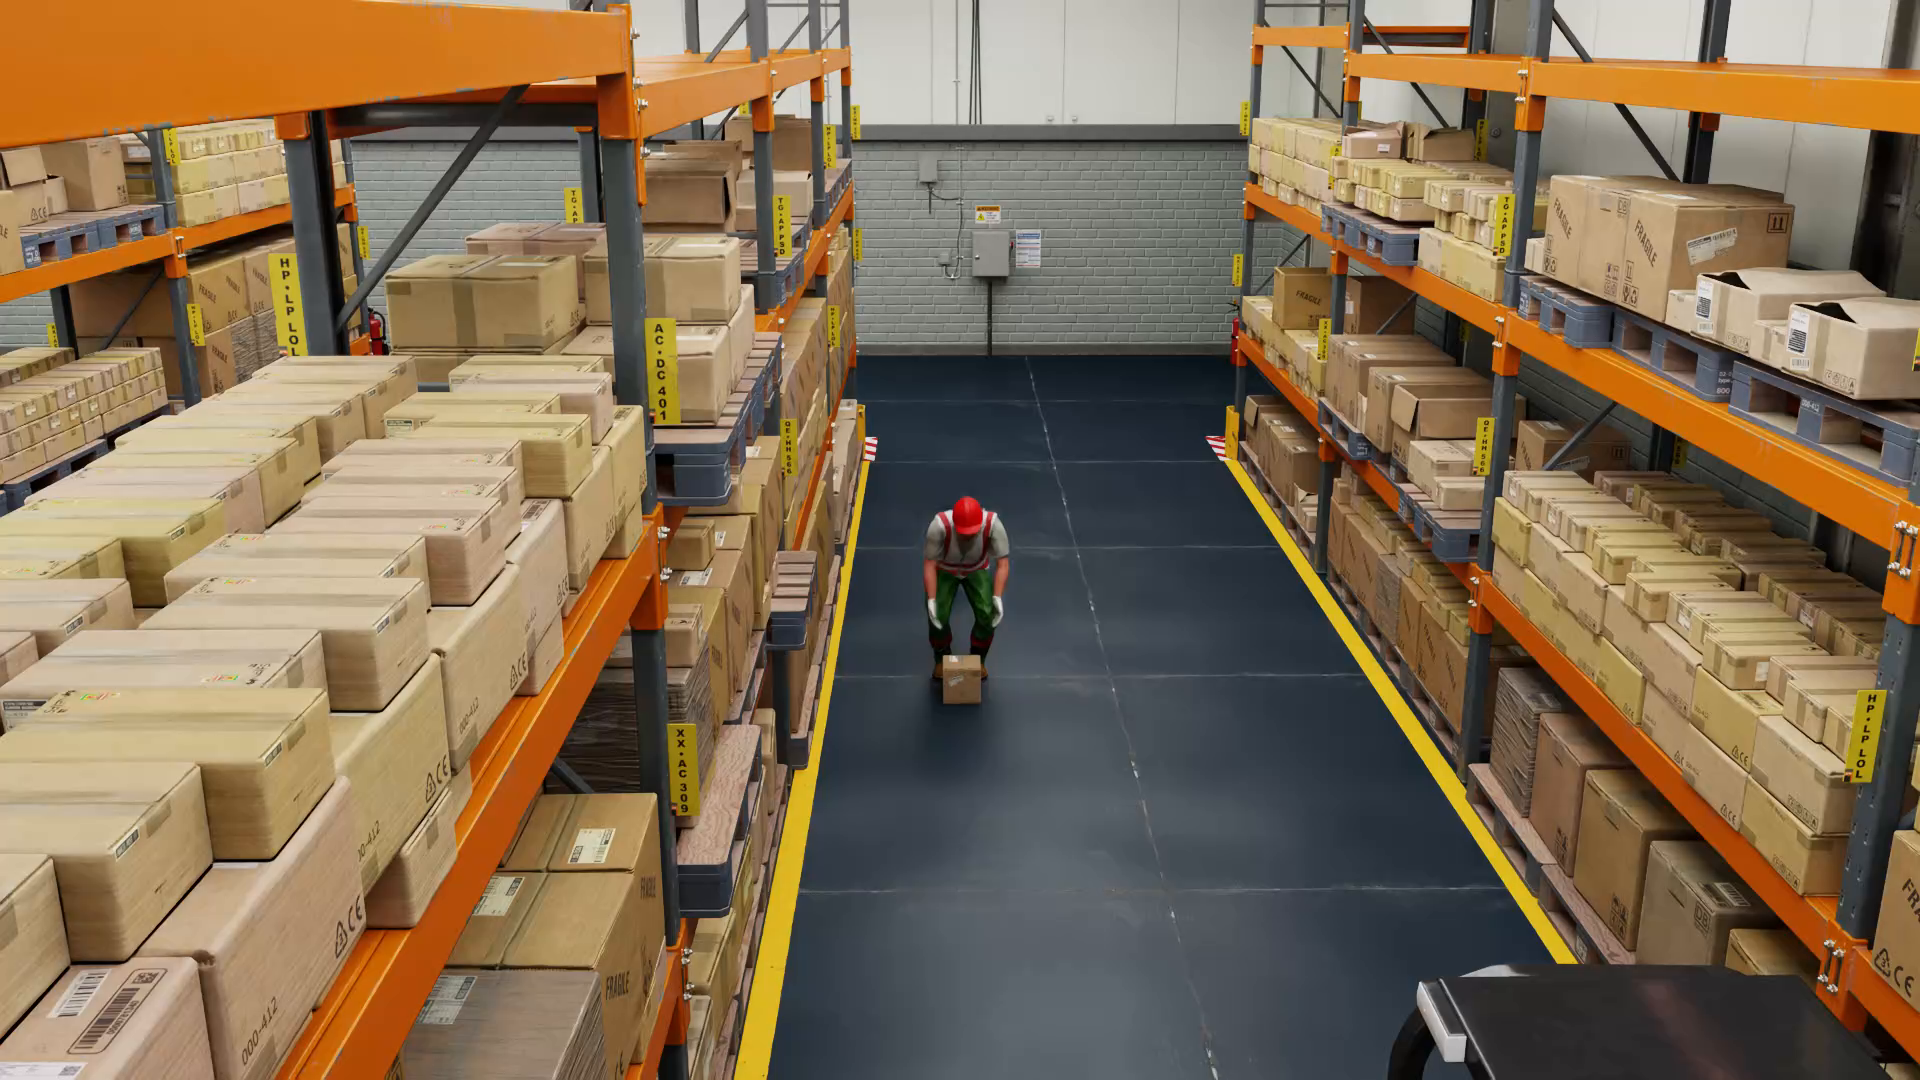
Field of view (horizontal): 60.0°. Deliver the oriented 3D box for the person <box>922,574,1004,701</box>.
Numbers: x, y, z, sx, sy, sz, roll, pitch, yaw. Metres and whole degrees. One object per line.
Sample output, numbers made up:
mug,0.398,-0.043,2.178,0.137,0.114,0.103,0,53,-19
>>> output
person,0.018,0.591,11.305,0.552,0.880,0.899,0,17,0
